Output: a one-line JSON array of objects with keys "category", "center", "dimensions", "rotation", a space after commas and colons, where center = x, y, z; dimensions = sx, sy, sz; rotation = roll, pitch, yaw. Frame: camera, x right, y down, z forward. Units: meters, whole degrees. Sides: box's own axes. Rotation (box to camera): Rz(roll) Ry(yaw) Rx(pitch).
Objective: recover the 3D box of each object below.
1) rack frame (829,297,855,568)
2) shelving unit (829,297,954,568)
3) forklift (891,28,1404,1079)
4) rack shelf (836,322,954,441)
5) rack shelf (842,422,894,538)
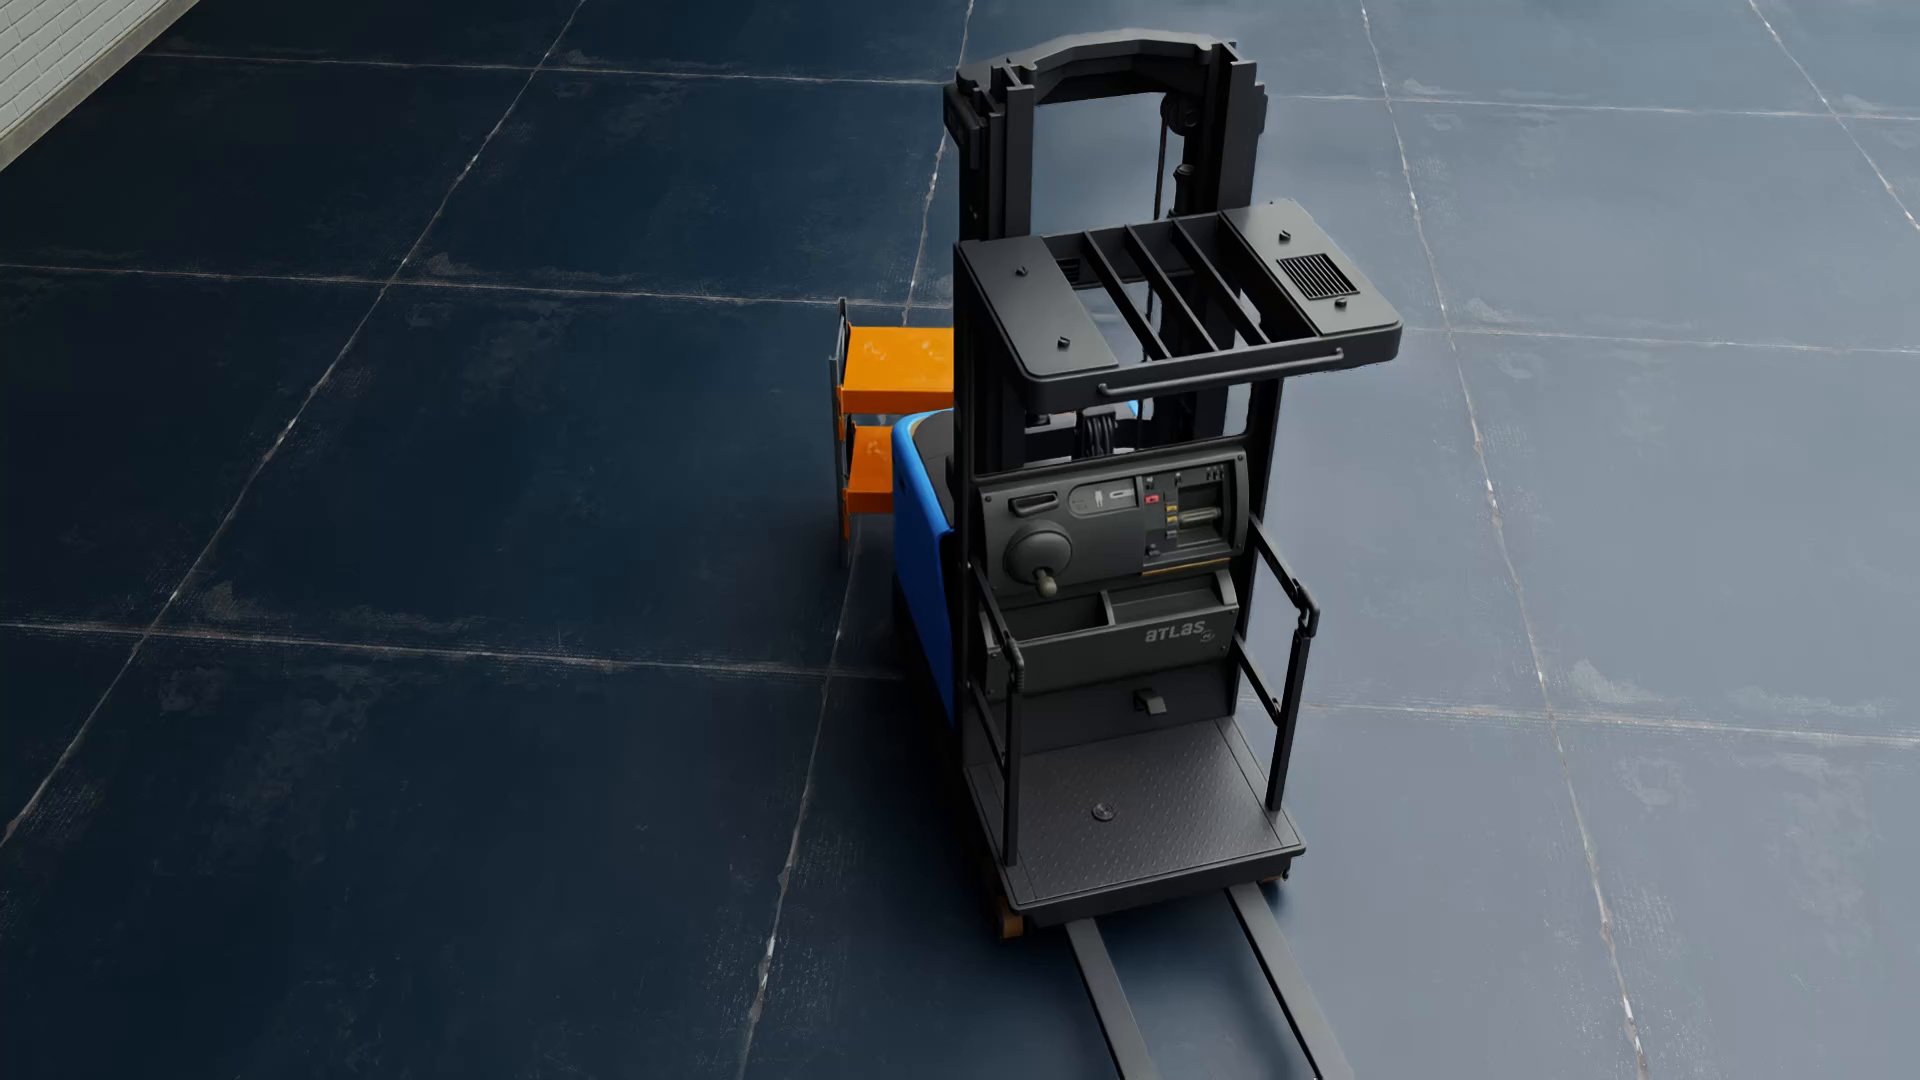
[{"category": "rack frame", "center": [-0.520, -0.468, 7.434], "dimensions": [0.032, 1.125, 0.500], "rotation": [1, 39, 1]}, {"category": "shelving unit", "center": [-0.012, -0.459, 7.423], "dimensions": [1.048, 1.125, 0.538], "rotation": [1, 39, 1]}, {"category": "forklift", "center": [0.582, 0.020, 5.403], "dimensions": [1.130, 2.935, 3.031], "rotation": [-10, 40, -12]}, {"category": "rack shelf", "center": [-0.012, -0.686, 7.238], "dimensions": [1.000, 0.278, 0.538], "rotation": [1, 39, 1]}, {"category": "rack shelf", "center": [-0.012, -0.270, 7.578], "dimensions": [1.000, 0.278, 0.538], "rotation": [1, 39, 1]}]
